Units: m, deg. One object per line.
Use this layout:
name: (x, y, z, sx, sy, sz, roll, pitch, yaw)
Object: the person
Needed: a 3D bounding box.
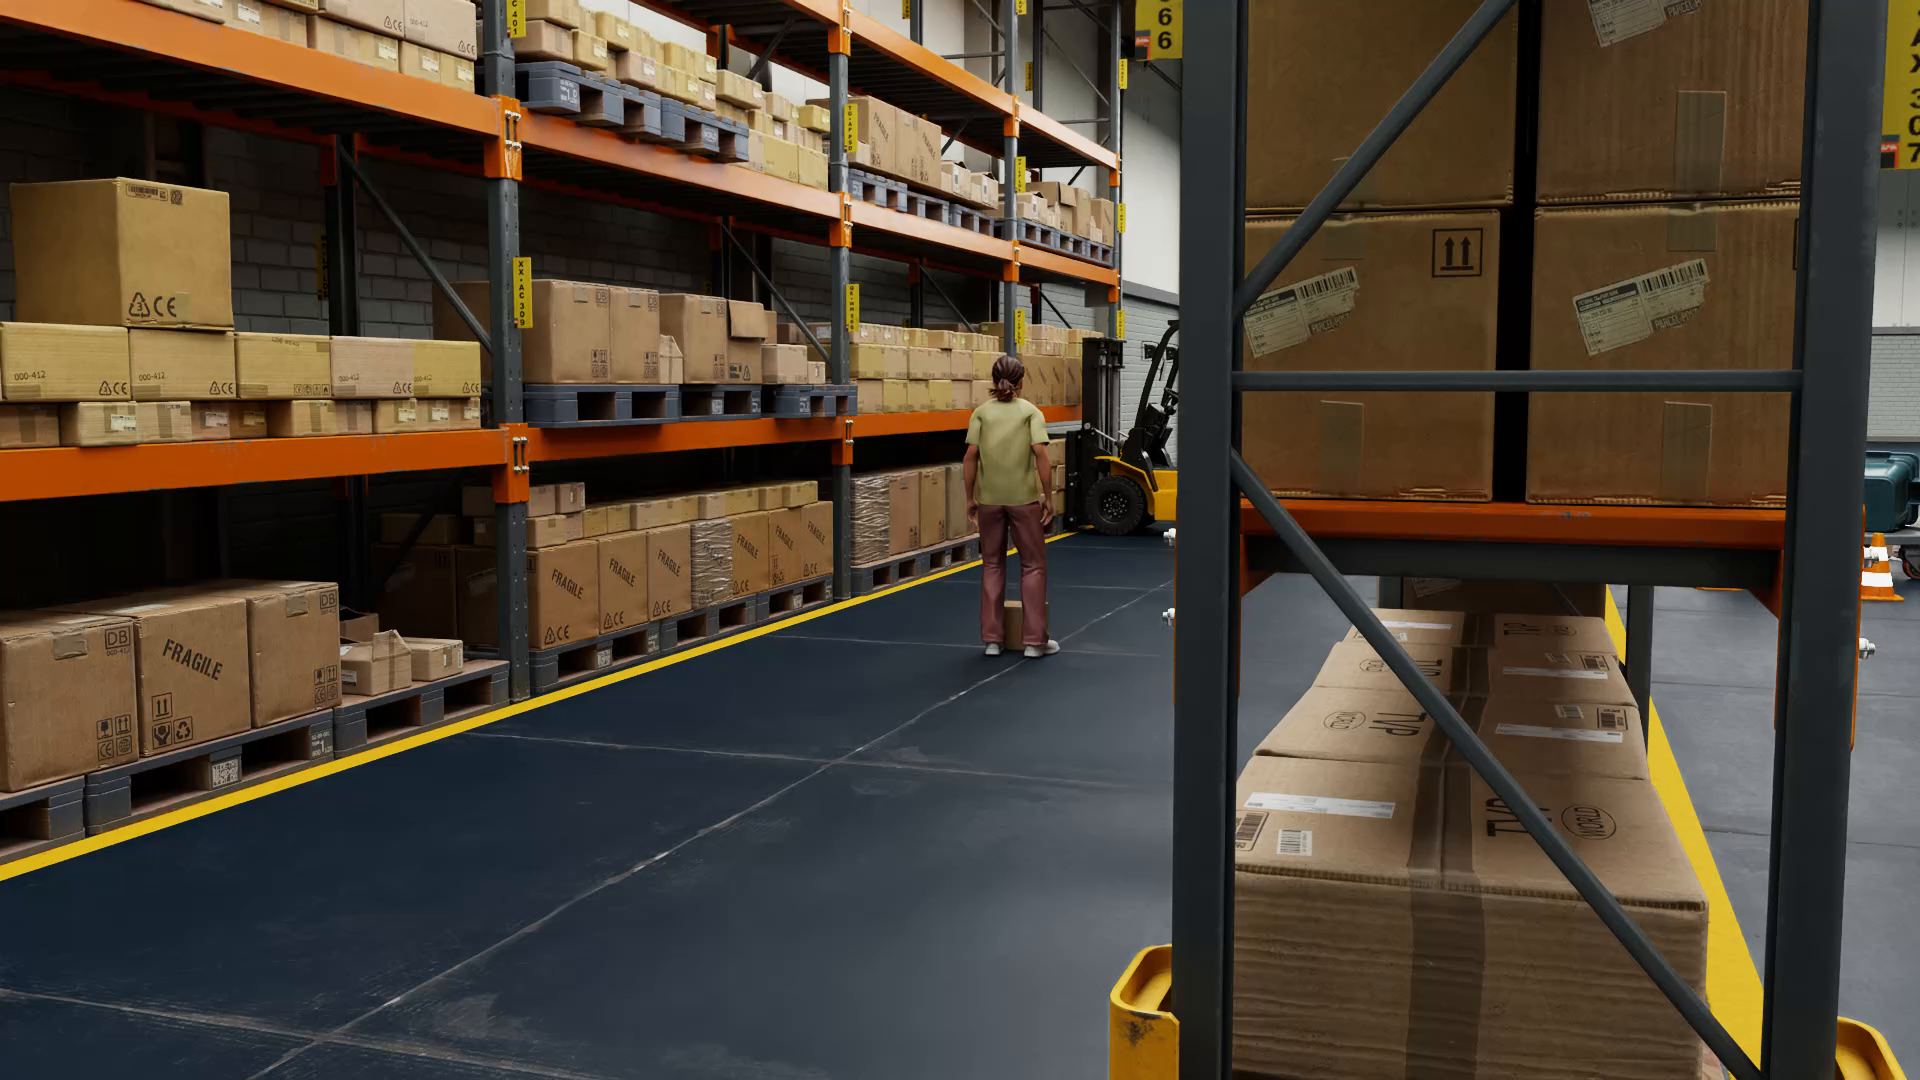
person: (0.282, -0.191, 9.281, 0.514, 1.671, 0.362, 1, 5, 15)
